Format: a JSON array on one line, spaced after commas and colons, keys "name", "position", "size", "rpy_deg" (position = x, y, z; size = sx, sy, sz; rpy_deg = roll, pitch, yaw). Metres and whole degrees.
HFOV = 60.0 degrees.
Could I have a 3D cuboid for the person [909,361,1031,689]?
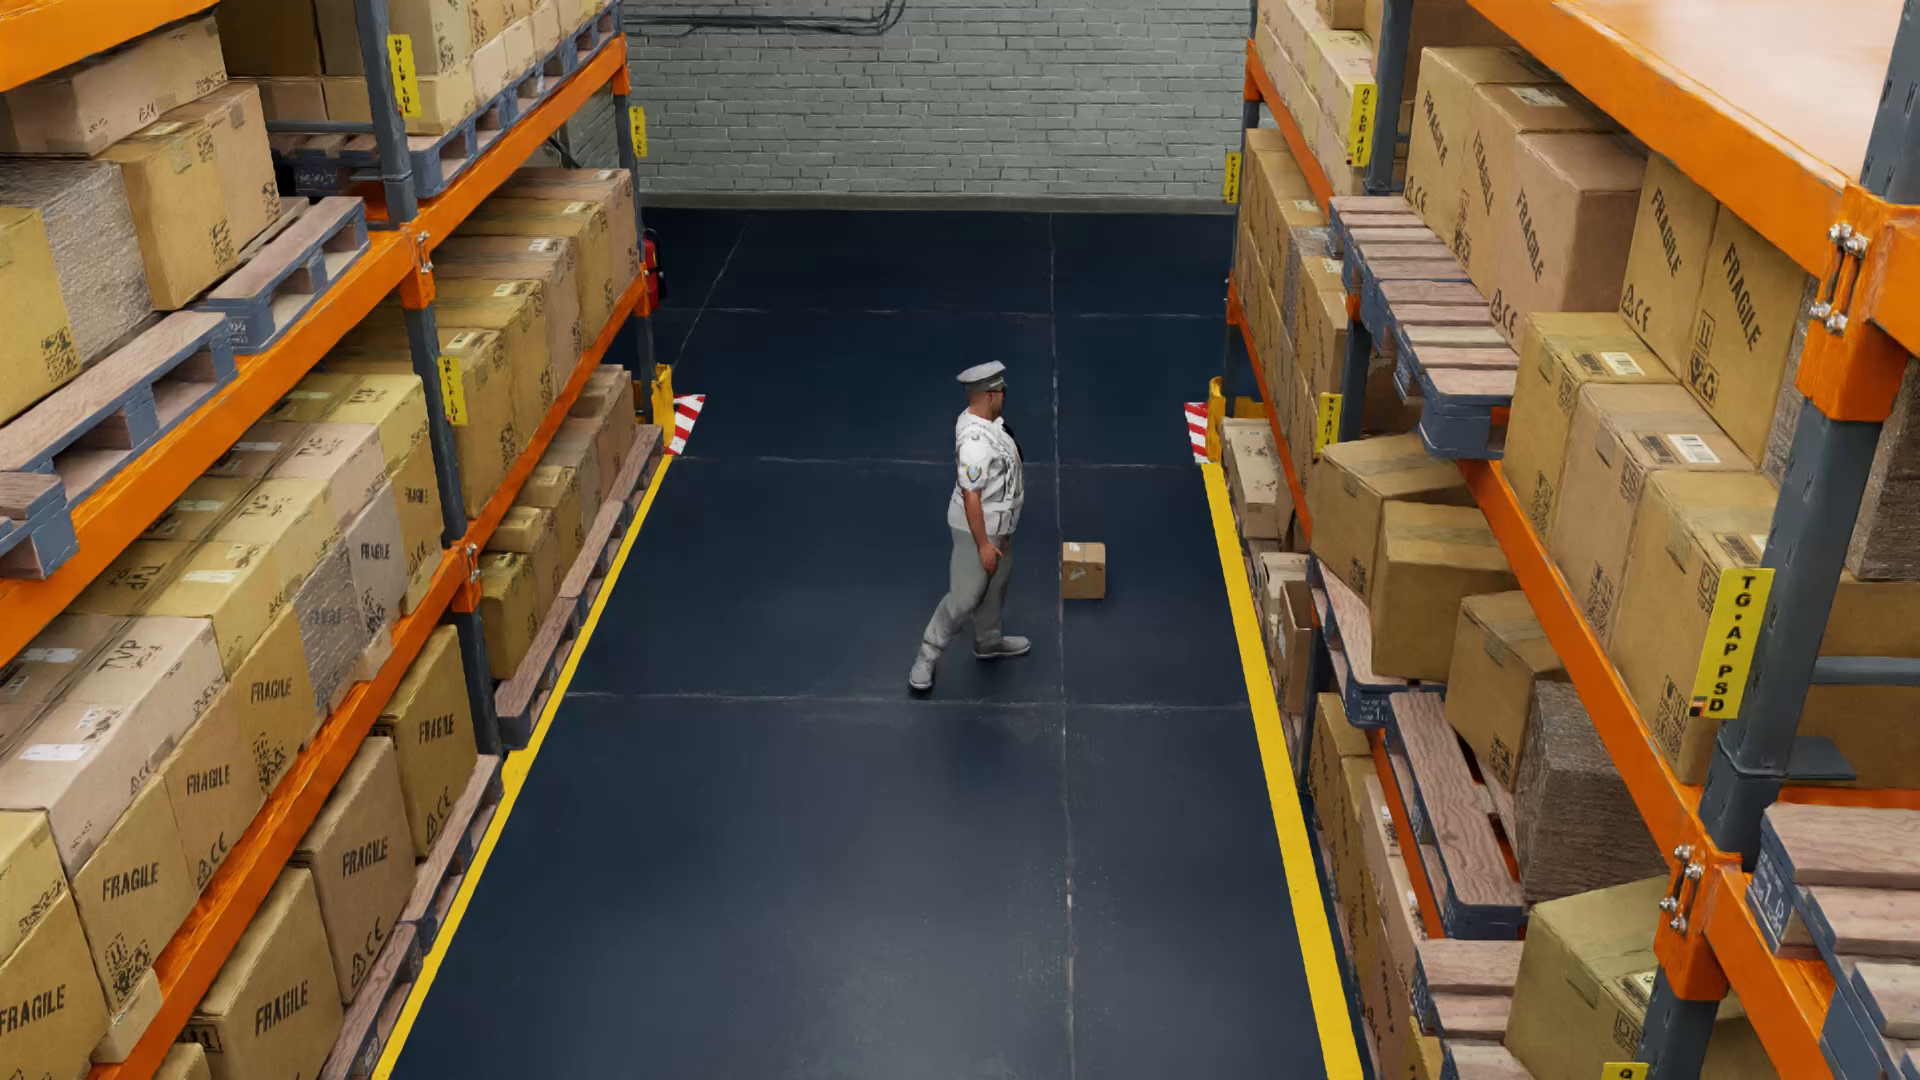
[{"name": "person", "position": [0.065, -0.084, 8.776], "size": [0.607, 1.743, 0.738], "rpy_deg": [4, 28, 8]}]
